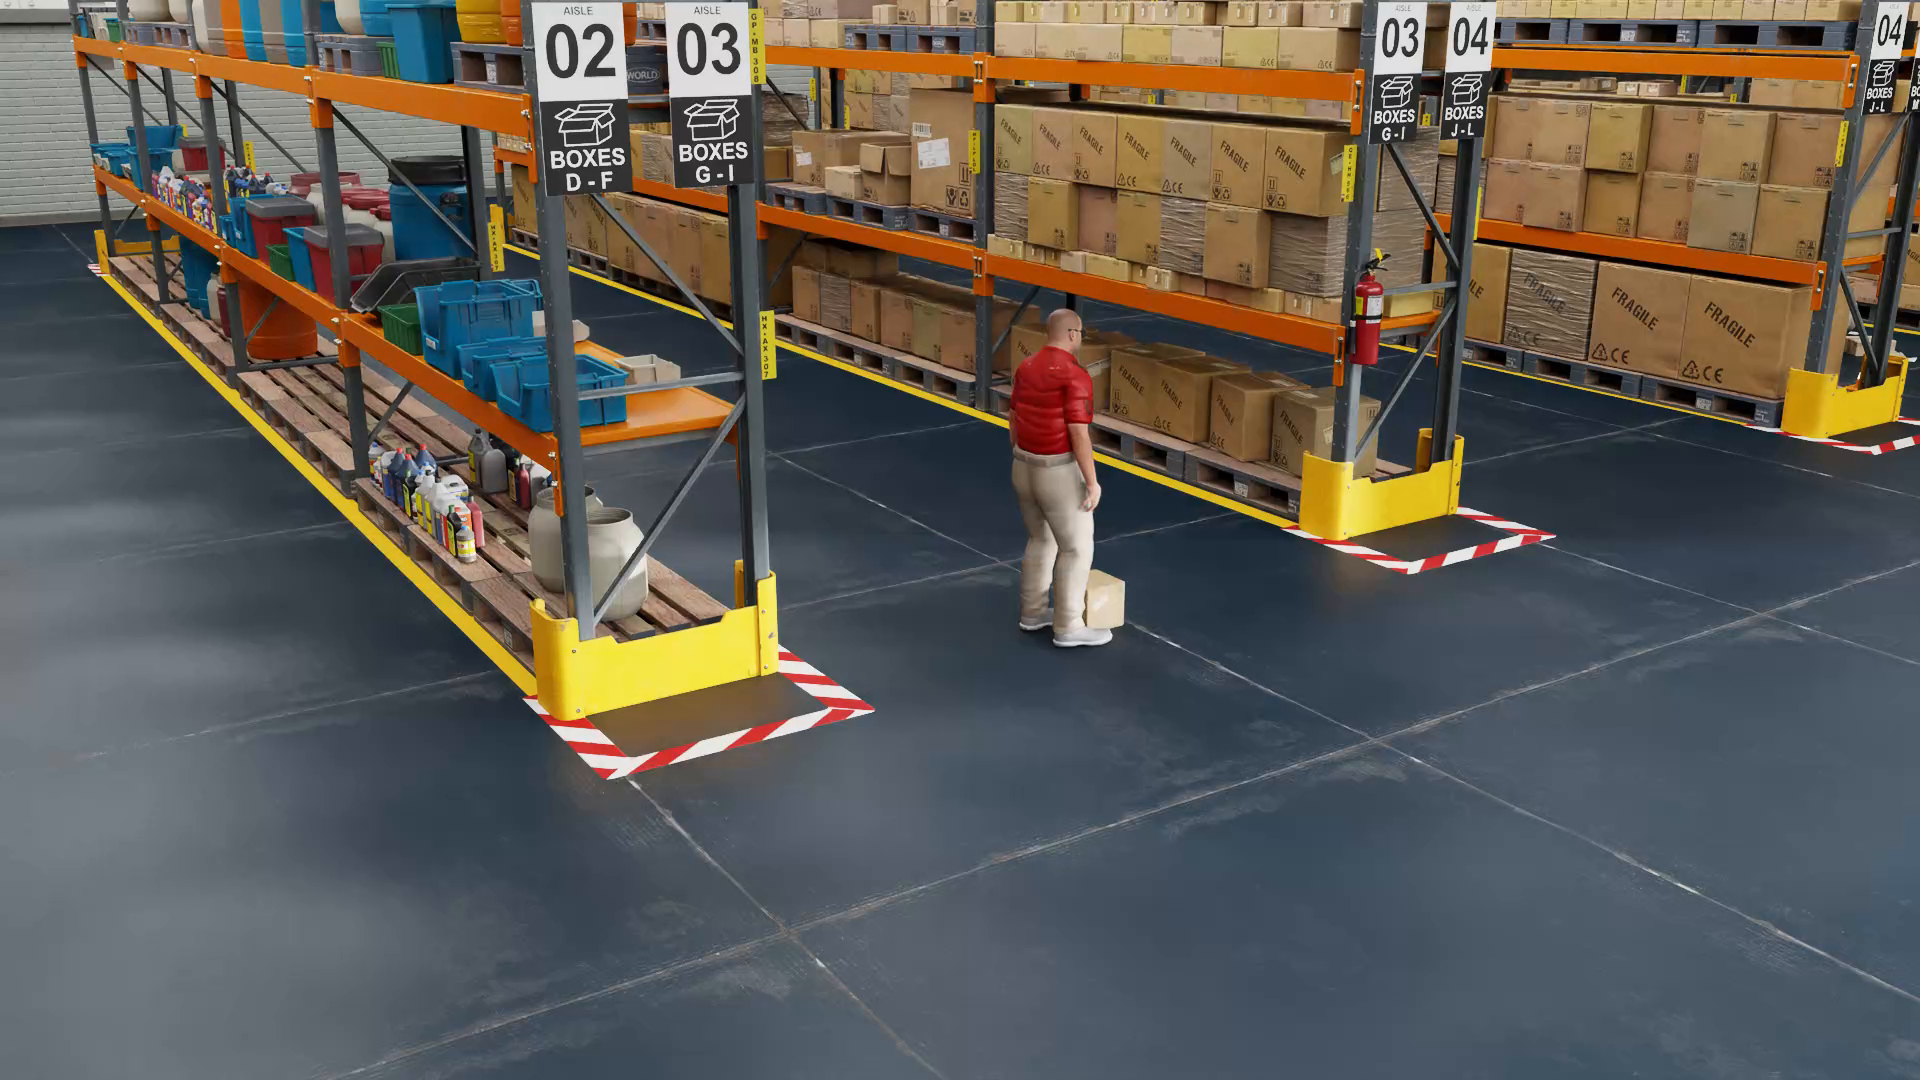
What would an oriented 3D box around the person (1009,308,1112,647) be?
[{"bbox_3d":[0.499,-0.330,8.596,0.401,1.726,0.605,-13,22,-35],"label":"person"}]
